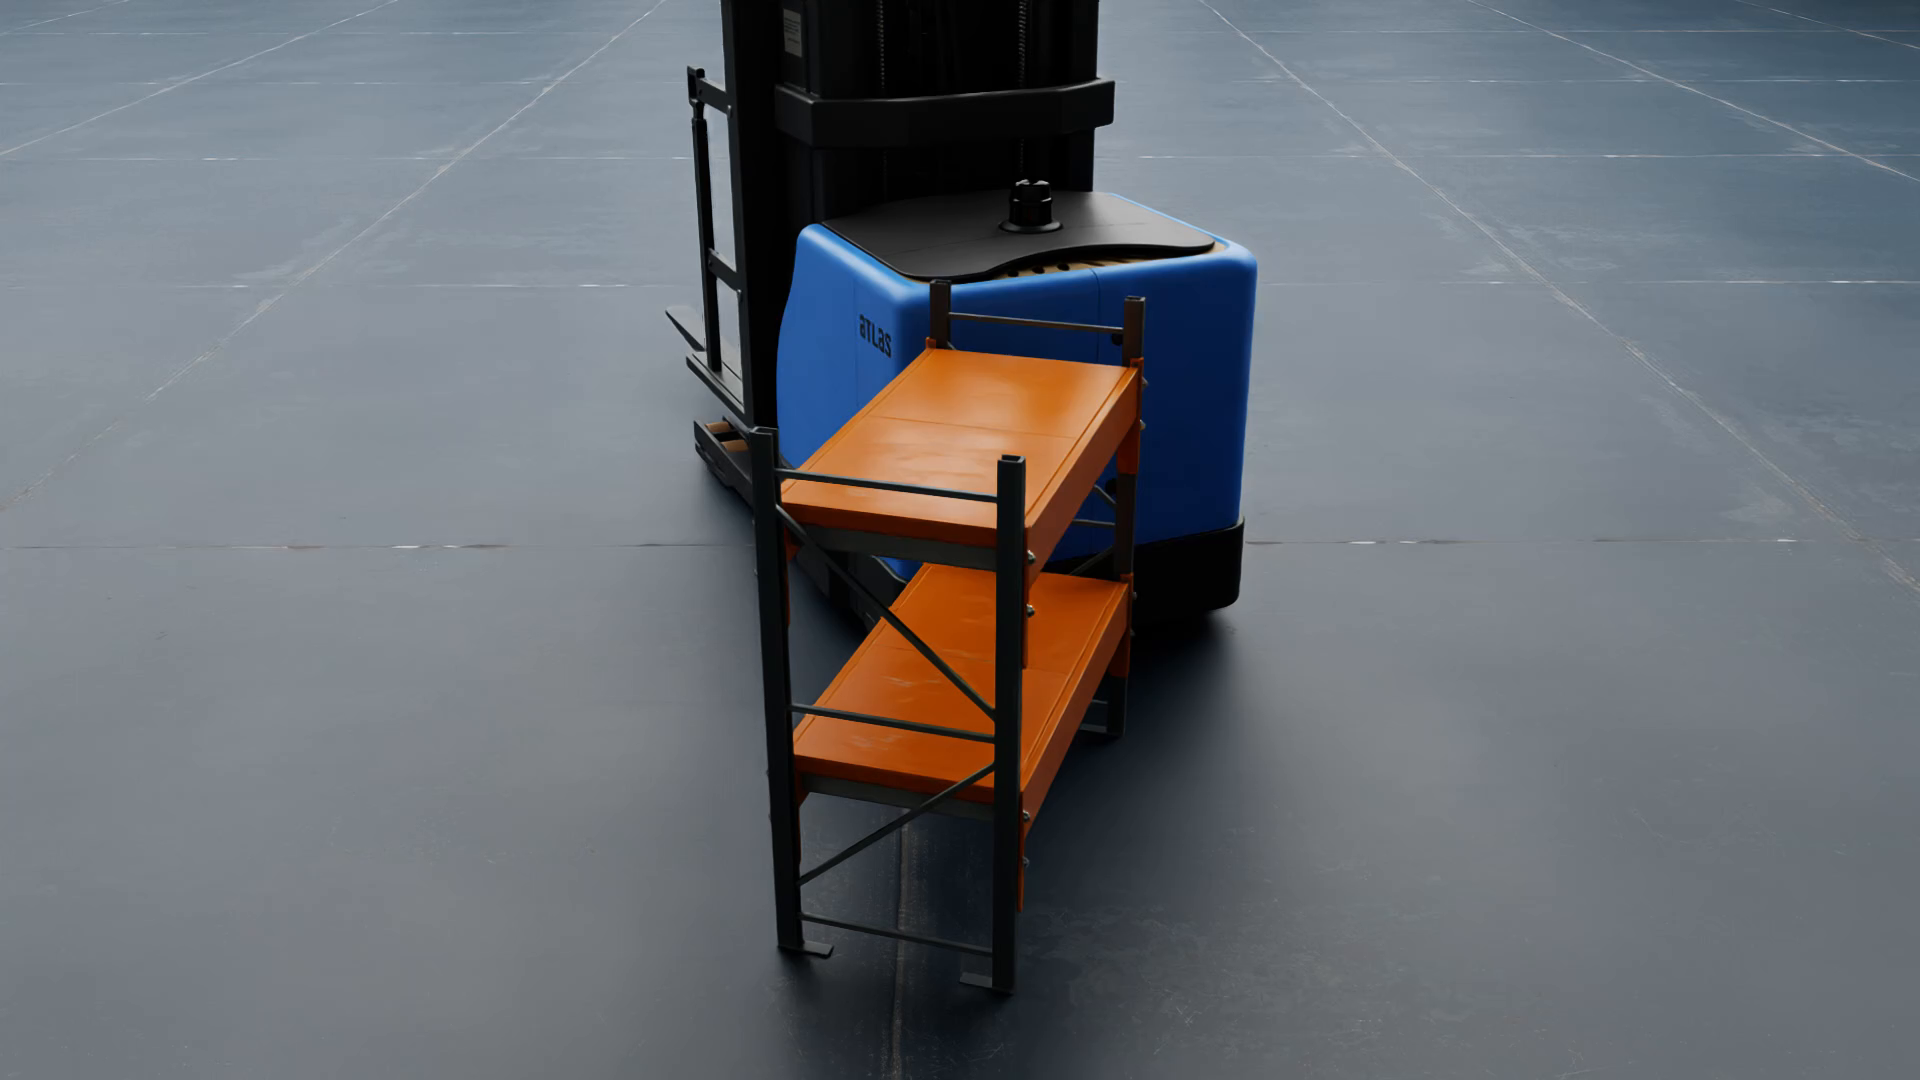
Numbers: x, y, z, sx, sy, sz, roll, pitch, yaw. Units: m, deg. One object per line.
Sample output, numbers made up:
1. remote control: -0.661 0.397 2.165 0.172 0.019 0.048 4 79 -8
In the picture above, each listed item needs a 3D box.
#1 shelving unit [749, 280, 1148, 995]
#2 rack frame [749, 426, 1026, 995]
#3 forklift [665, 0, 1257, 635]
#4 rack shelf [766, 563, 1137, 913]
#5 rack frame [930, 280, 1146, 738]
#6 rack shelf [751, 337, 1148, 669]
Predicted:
1. shelving unit: 0.021 0.146 3.563 0.538 1.125 1.048 7 25 16
2. rack frame: -0.130 0.346 3.121 0.500 1.125 0.032 7 25 16
3. forklift: -0.275 -1.576 5.178 1.130 2.935 3.031 -11 26 -22
4. rack shelf: 0.021 0.368 3.664 0.538 0.278 1.000 7 25 16
5. rack frame: 0.173 -0.054 4.005 0.500 1.125 0.032 7 25 16
6. rack shelf: 0.021 -0.121 3.442 0.538 0.278 1.000 7 25 16
